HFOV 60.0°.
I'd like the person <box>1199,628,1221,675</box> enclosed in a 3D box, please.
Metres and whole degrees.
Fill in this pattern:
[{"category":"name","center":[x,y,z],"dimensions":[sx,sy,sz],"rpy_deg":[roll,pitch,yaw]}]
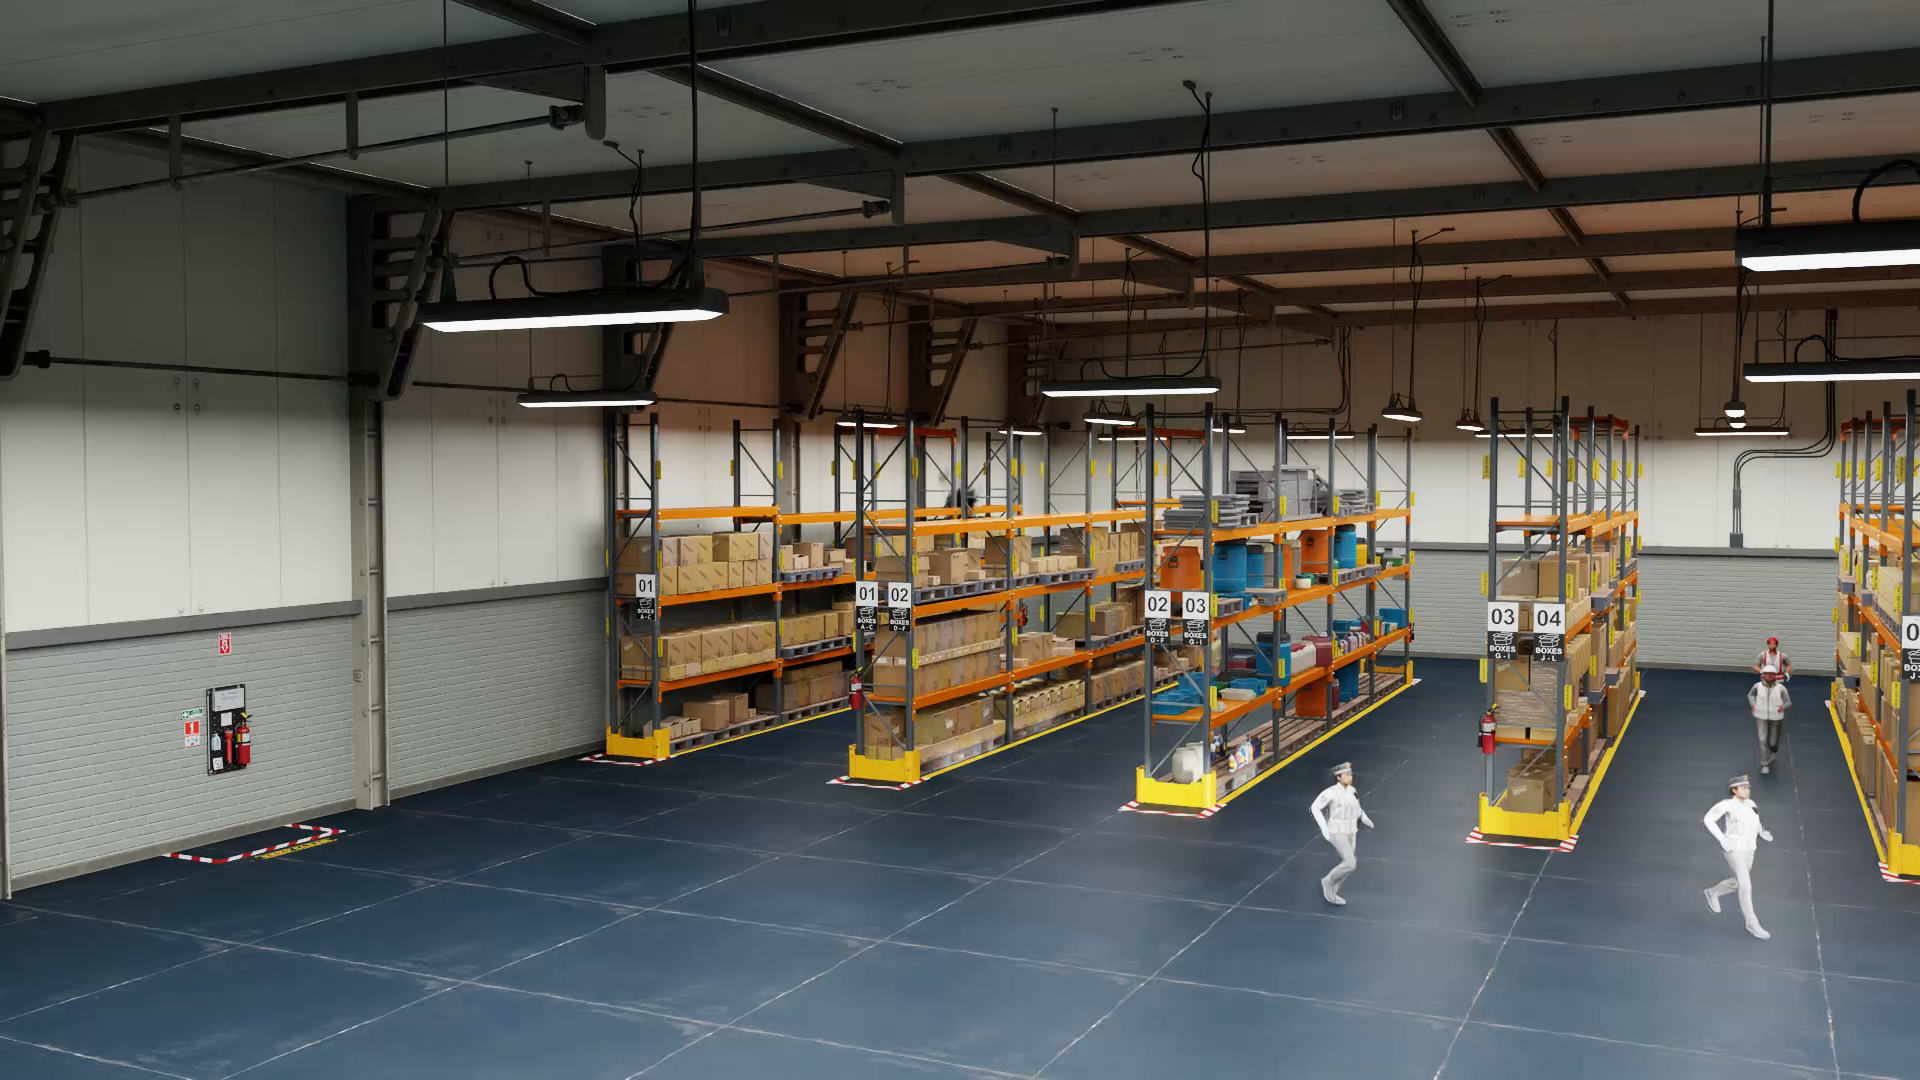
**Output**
[{"category":"person","center":[5.370,2.688,35.433],"dimensions":[0.588,1.638,0.629],"rpy_deg":[1,2,13]}]

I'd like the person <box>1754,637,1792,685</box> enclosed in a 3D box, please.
[{"category":"person","center":[15.832,2.765,32.401],"dimensions":[0.665,1.752,0.805],"rpy_deg":[1,3,26]}]

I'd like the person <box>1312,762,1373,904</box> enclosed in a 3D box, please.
[{"category":"person","center":[4.414,3.371,19.035],"dimensions":[0.642,1.654,0.627],"rpy_deg":[-2,3,-37]}]

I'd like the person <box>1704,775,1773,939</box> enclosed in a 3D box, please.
[{"category":"person","center":[8.470,3.392,18.131],"dimensions":[0.617,1.703,0.917],"rpy_deg":[-1,3,-22]}]

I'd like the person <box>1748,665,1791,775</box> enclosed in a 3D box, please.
[{"category":"person","center":[13.431,2.964,27.611],"dimensions":[0.662,1.775,0.908],"rpy_deg":[1,3,28]}]
